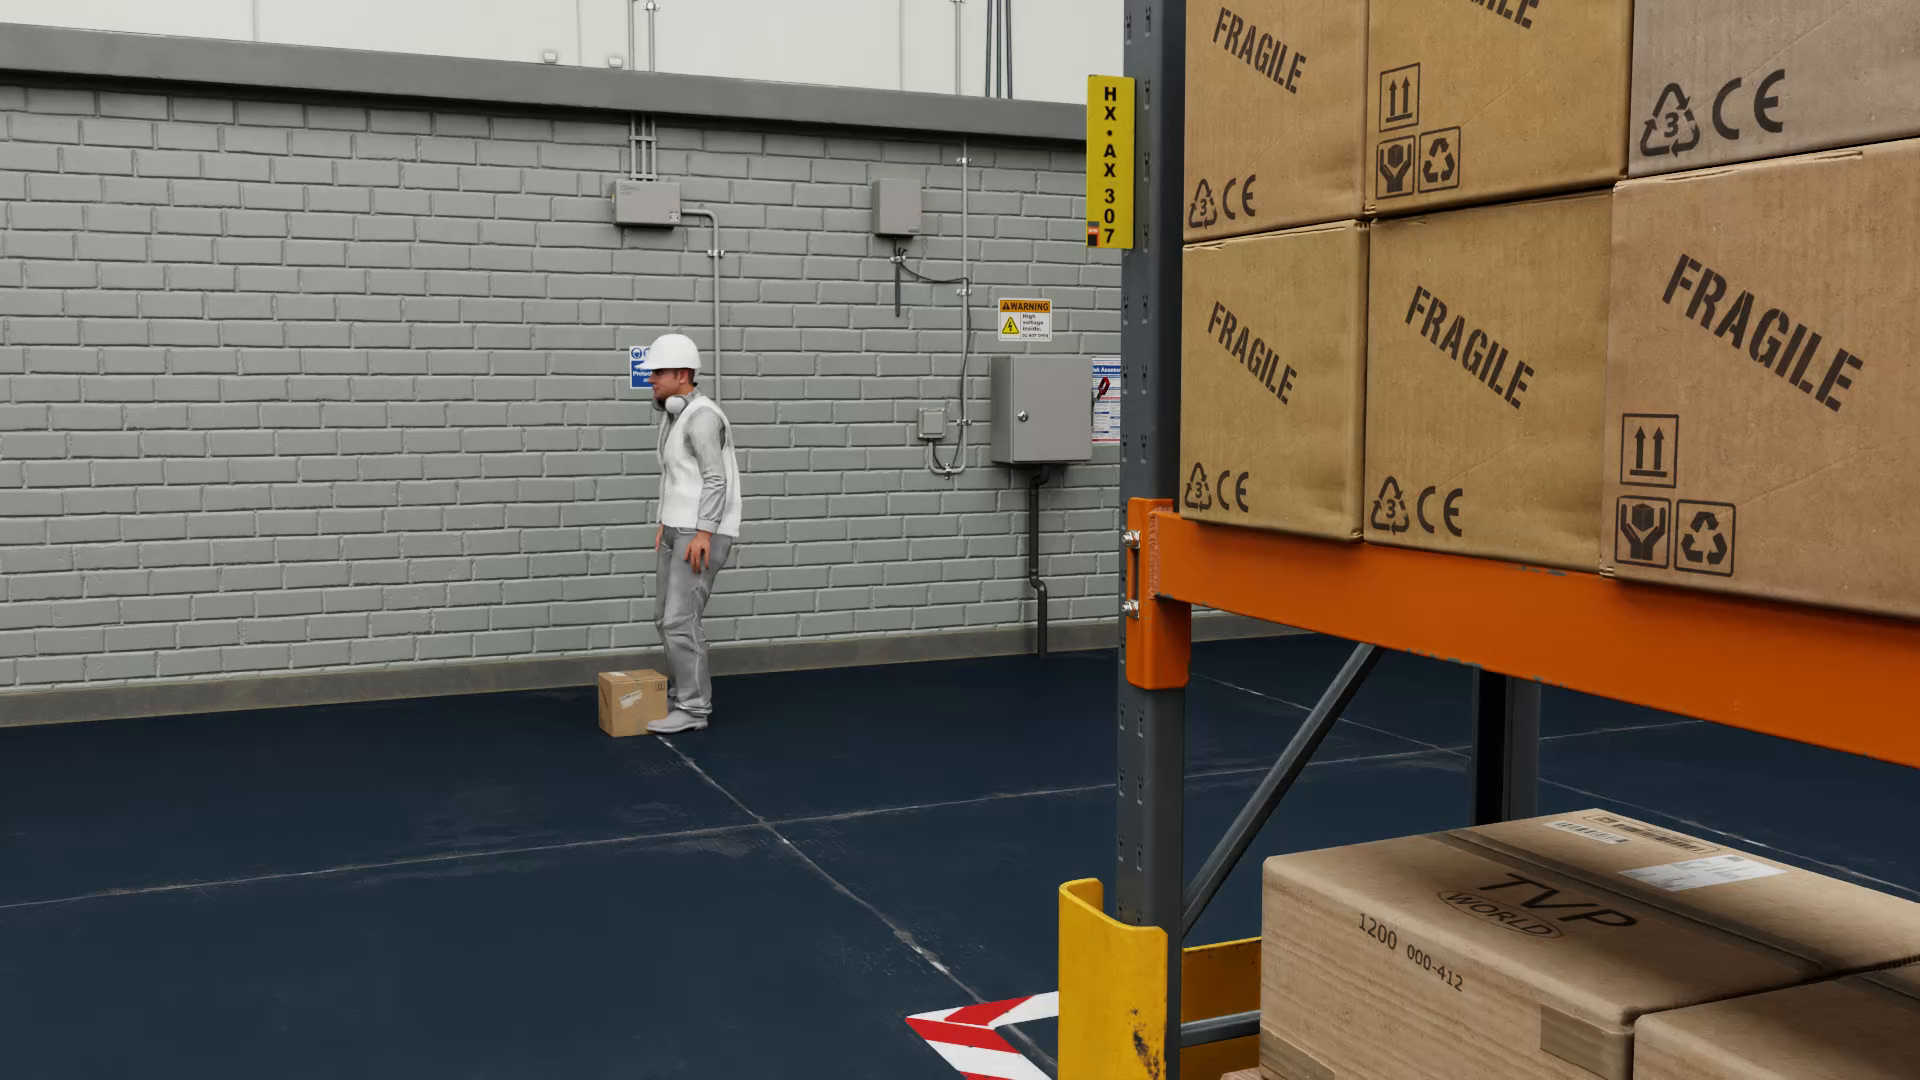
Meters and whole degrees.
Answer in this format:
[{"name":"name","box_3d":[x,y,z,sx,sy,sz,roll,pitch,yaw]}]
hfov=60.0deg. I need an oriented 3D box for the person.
[{"name":"person","box_3d":[-1.235,-0.036,7.503,0.476,1.770,0.583,-3,6,-27]}]
